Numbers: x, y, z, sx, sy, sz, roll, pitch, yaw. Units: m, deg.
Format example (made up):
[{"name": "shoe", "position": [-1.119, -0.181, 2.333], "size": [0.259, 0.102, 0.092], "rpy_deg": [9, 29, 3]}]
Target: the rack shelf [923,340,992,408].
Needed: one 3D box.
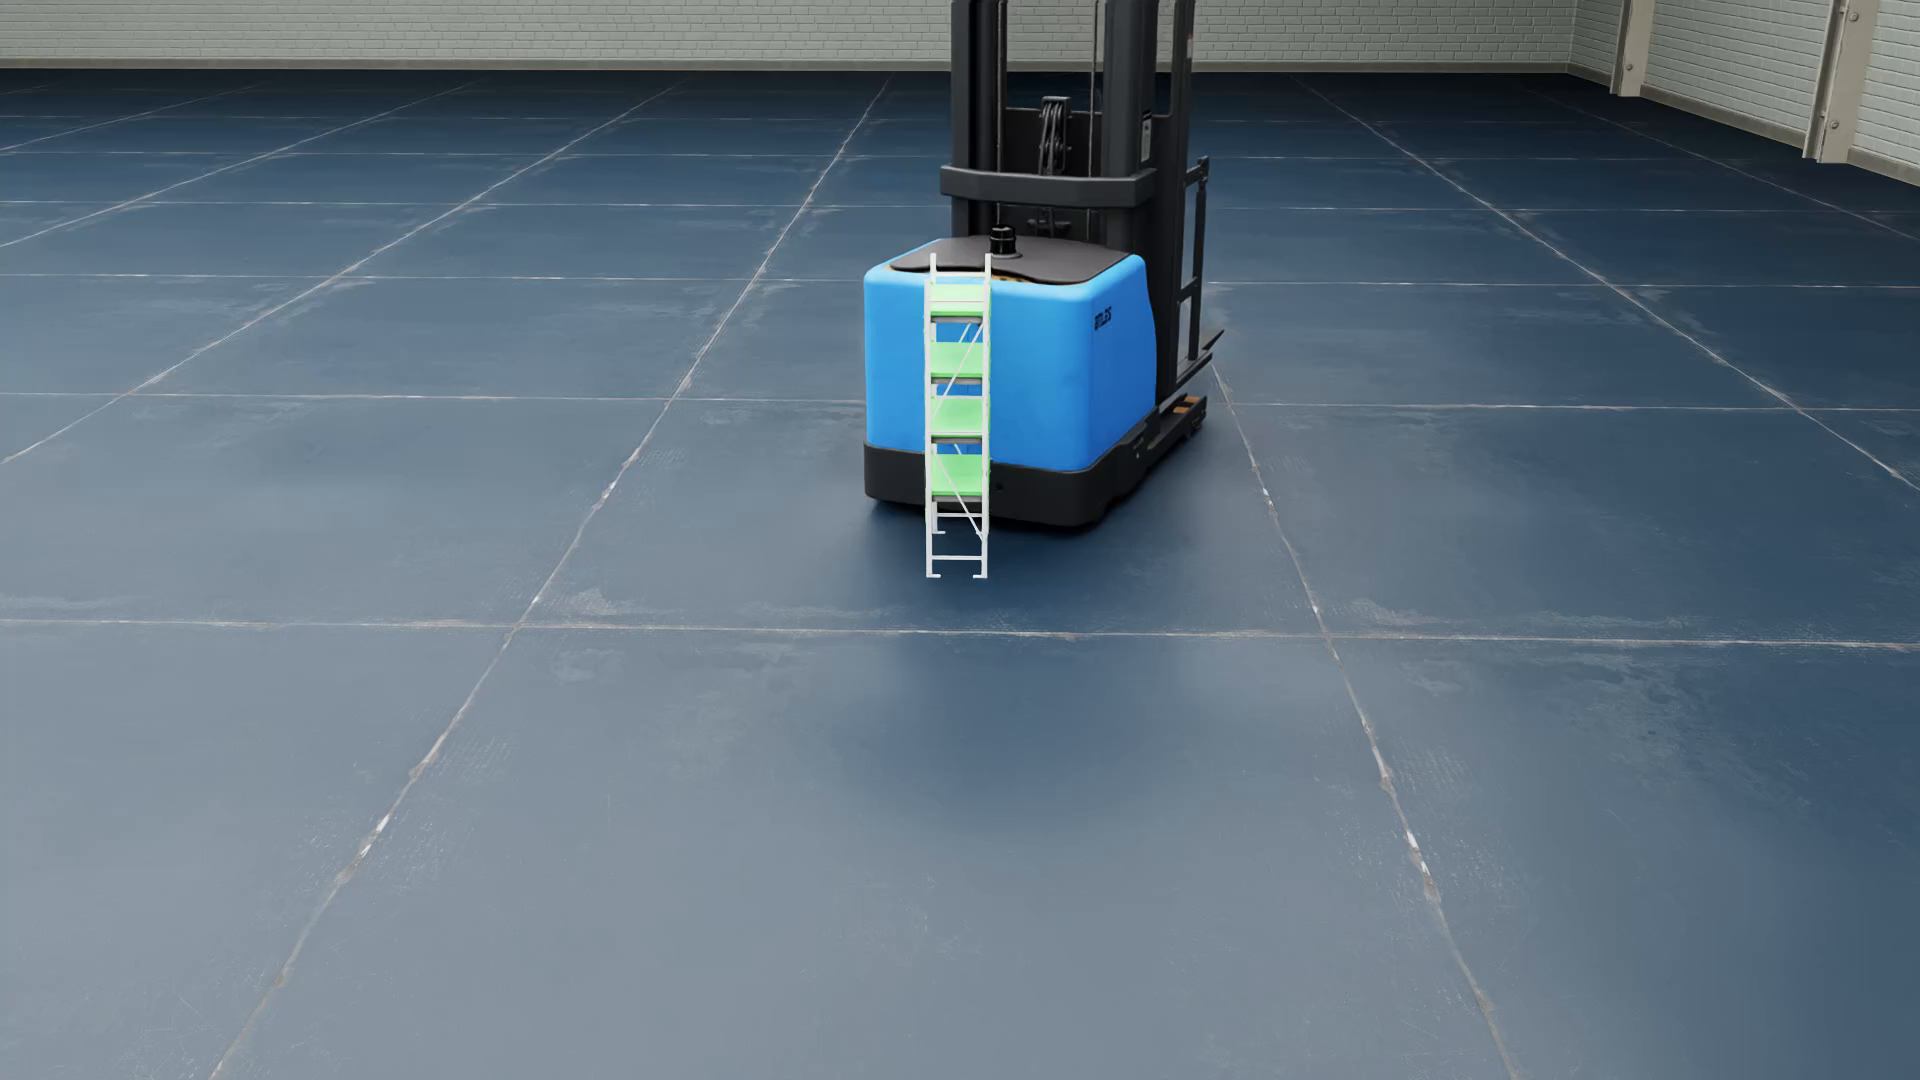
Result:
[{"name": "rack shelf", "position": [-0.005, -0.664, 6.594], "size": [0.258, 0.148, 0.480], "rpy_deg": [1, 21, 2]}]

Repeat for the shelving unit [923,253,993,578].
[{"name": "shelving unit", "position": [-0.005, -0.500, 6.658], "size": [0.258, 1.200, 0.503], "rpy_deg": [1, 21, 2]}]

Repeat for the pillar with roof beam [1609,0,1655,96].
[{"name": "pillar with roof beam", "position": [4.776, -10.316, 21.177], "size": [9.100, 9.000, 0.400], "rpy_deg": [1, 21, 2]}]

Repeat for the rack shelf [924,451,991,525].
[{"name": "rack shelf", "position": [-0.005, -0.216, 6.768], "size": [0.258, 0.148, 0.480], "rpy_deg": [1, 21, 2]}]

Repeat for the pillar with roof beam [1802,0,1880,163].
[{"name": "pillar with roof beam", "position": [4.593, -8.147, 15.586], "size": [9.100, 9.000, 0.400], "rpy_deg": [1, 21, 2]}]

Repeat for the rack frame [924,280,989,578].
[{"name": "rack frame", "position": [-0.012, -0.411, 6.430], "size": [0.240, 1.200, 0.015], "rpy_deg": [1, 21, 2]}]

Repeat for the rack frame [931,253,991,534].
[{"name": "rack frame", "position": [0.002, -0.588, 6.885], "size": [0.240, 1.200, 0.015], "rpy_deg": [1, 21, 2]}]

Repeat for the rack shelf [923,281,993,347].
[{"name": "rack shelf", "position": [-0.005, -0.887, 6.507], "size": [0.258, 0.148, 0.480], "rpy_deg": [1, 21, 2]}]

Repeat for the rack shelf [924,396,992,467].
[{"name": "rack shelf", "position": [-0.005, -0.440, 6.681], "size": [0.258, 0.148, 0.480], "rpy_deg": [1, 21, 2]}]

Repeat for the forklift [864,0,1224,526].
[{"name": "forklift", "position": [0.617, -1.922, 7.931], "size": [1.130, 2.935, 3.031], "rpy_deg": [9, 23, 21]}]
